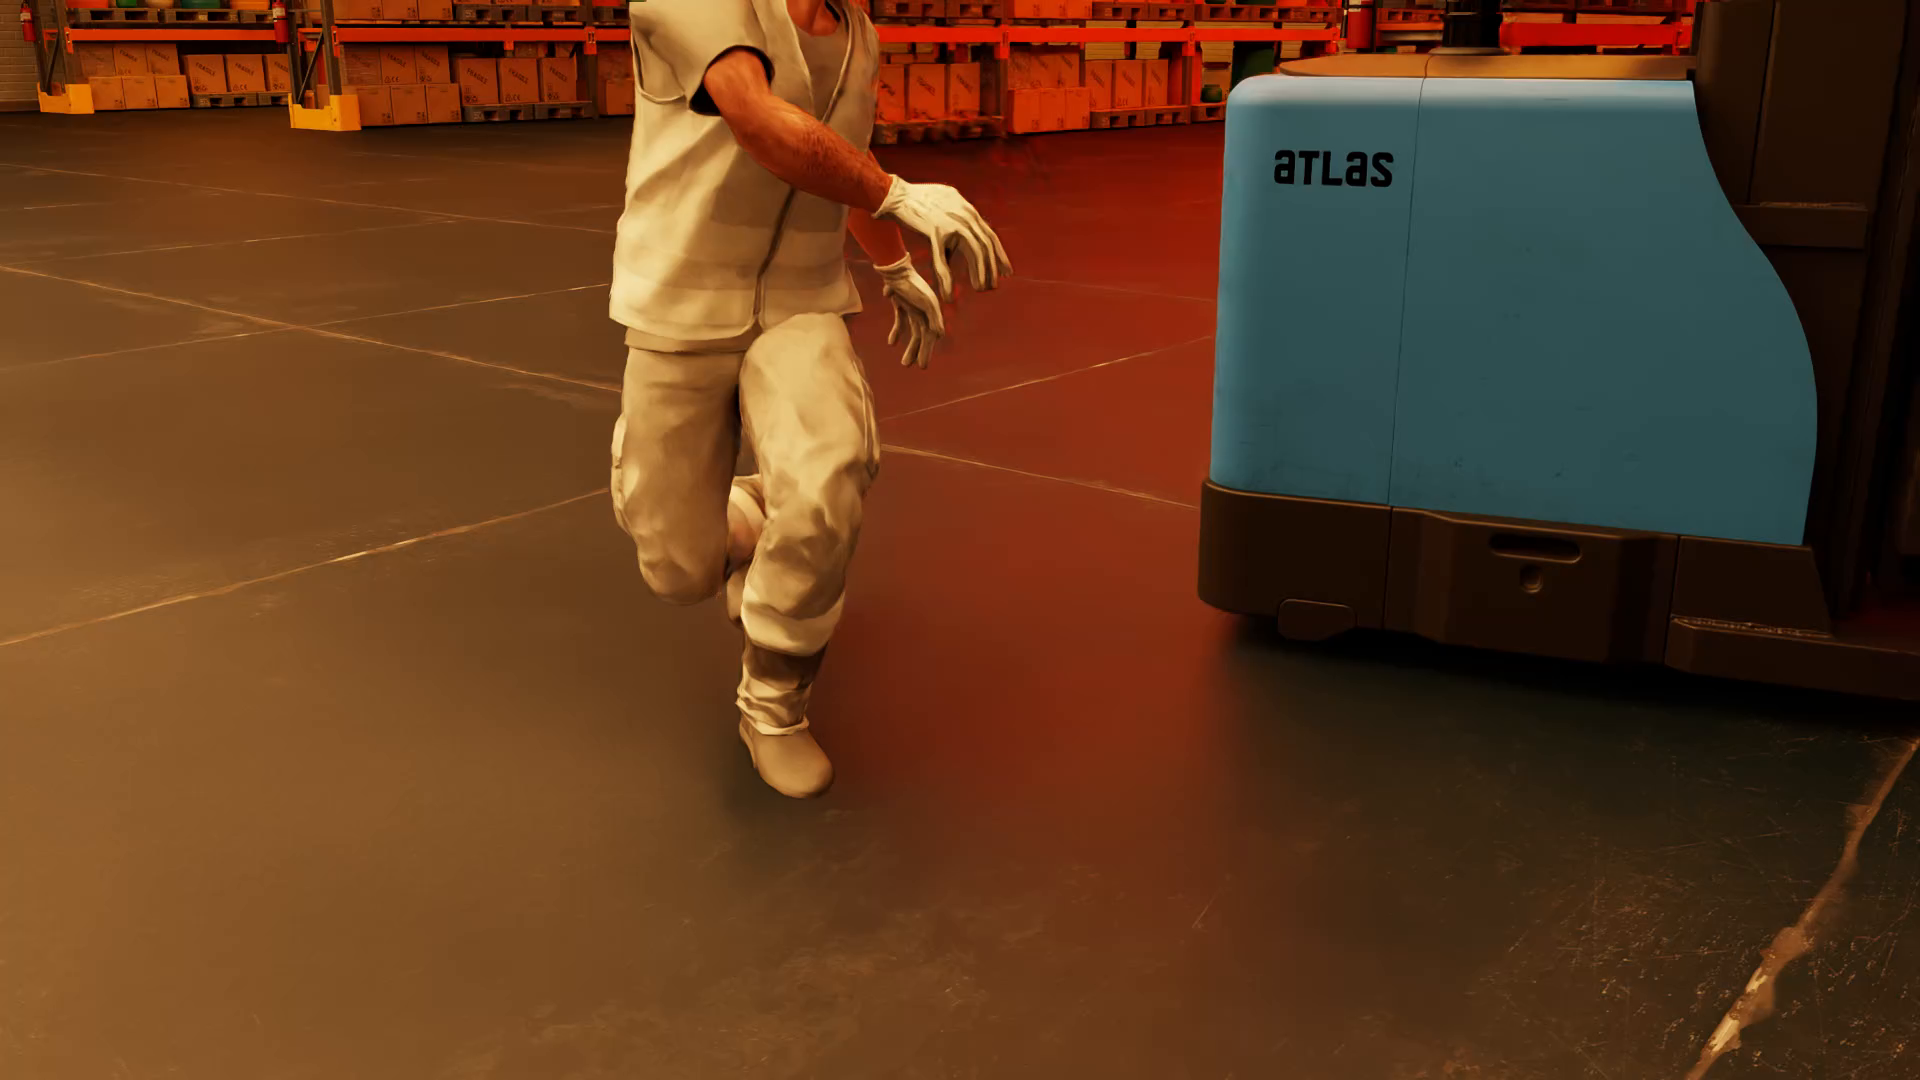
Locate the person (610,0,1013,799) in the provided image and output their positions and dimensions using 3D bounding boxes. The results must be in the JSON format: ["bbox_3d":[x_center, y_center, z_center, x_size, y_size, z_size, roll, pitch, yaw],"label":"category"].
[{"bbox_3d":[-0.268,-0.421,2.769,0.663,1.548,0.931,-6,18,-20],"label":"person"}]

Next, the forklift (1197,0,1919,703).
[{"bbox_3d":[2.045,-1.182,2.791,3.031,2.935,1.130,7,18,21],"label":"forklift"}]
